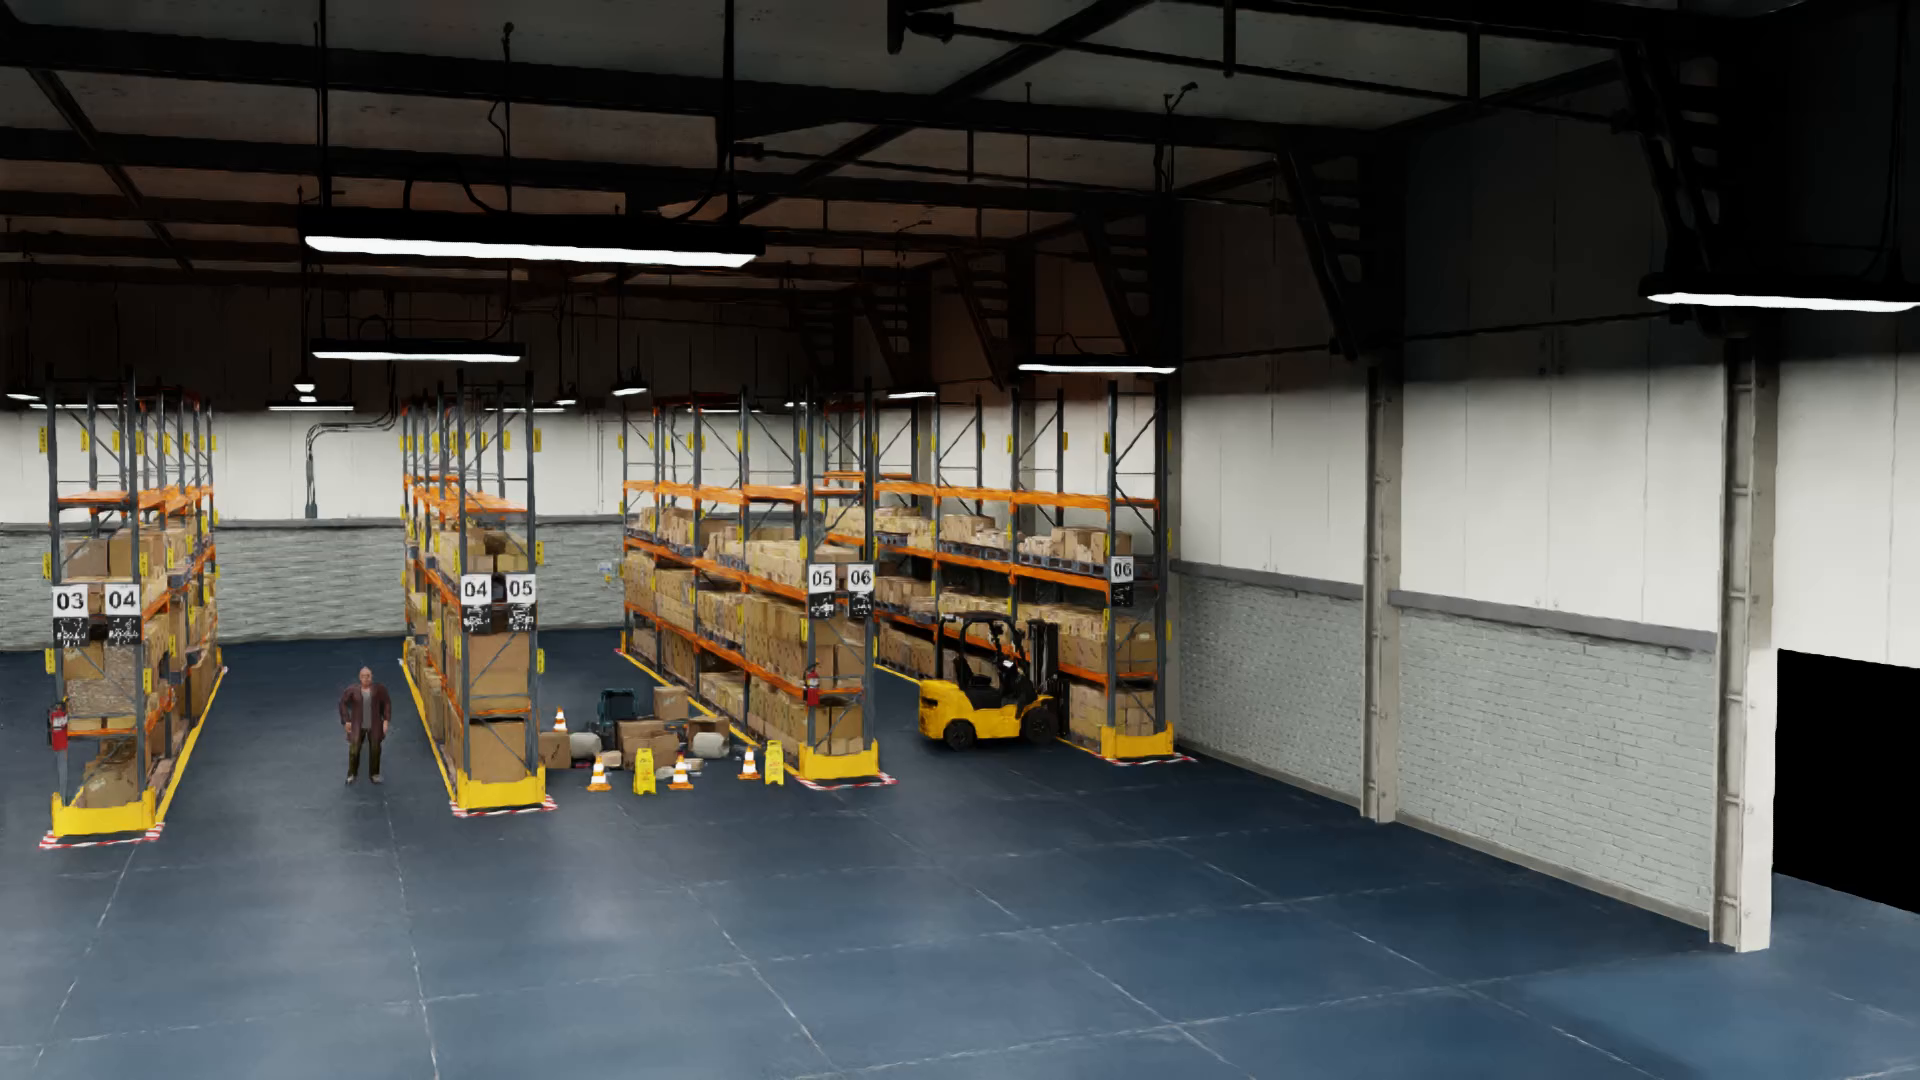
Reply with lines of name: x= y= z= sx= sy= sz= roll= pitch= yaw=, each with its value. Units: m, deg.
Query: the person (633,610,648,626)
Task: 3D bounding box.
person: x=-7.841 y=1.787 z=40.875 sx=0.557 sy=1.634 sz=0.346 roll=3 pitch=4 yaw=40

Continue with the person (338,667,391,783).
person: x=-8.736 y=2.766 z=24.426 sx=0.729 sy=1.626 sz=0.546 roll=-1 pitch=4 yaw=-23
